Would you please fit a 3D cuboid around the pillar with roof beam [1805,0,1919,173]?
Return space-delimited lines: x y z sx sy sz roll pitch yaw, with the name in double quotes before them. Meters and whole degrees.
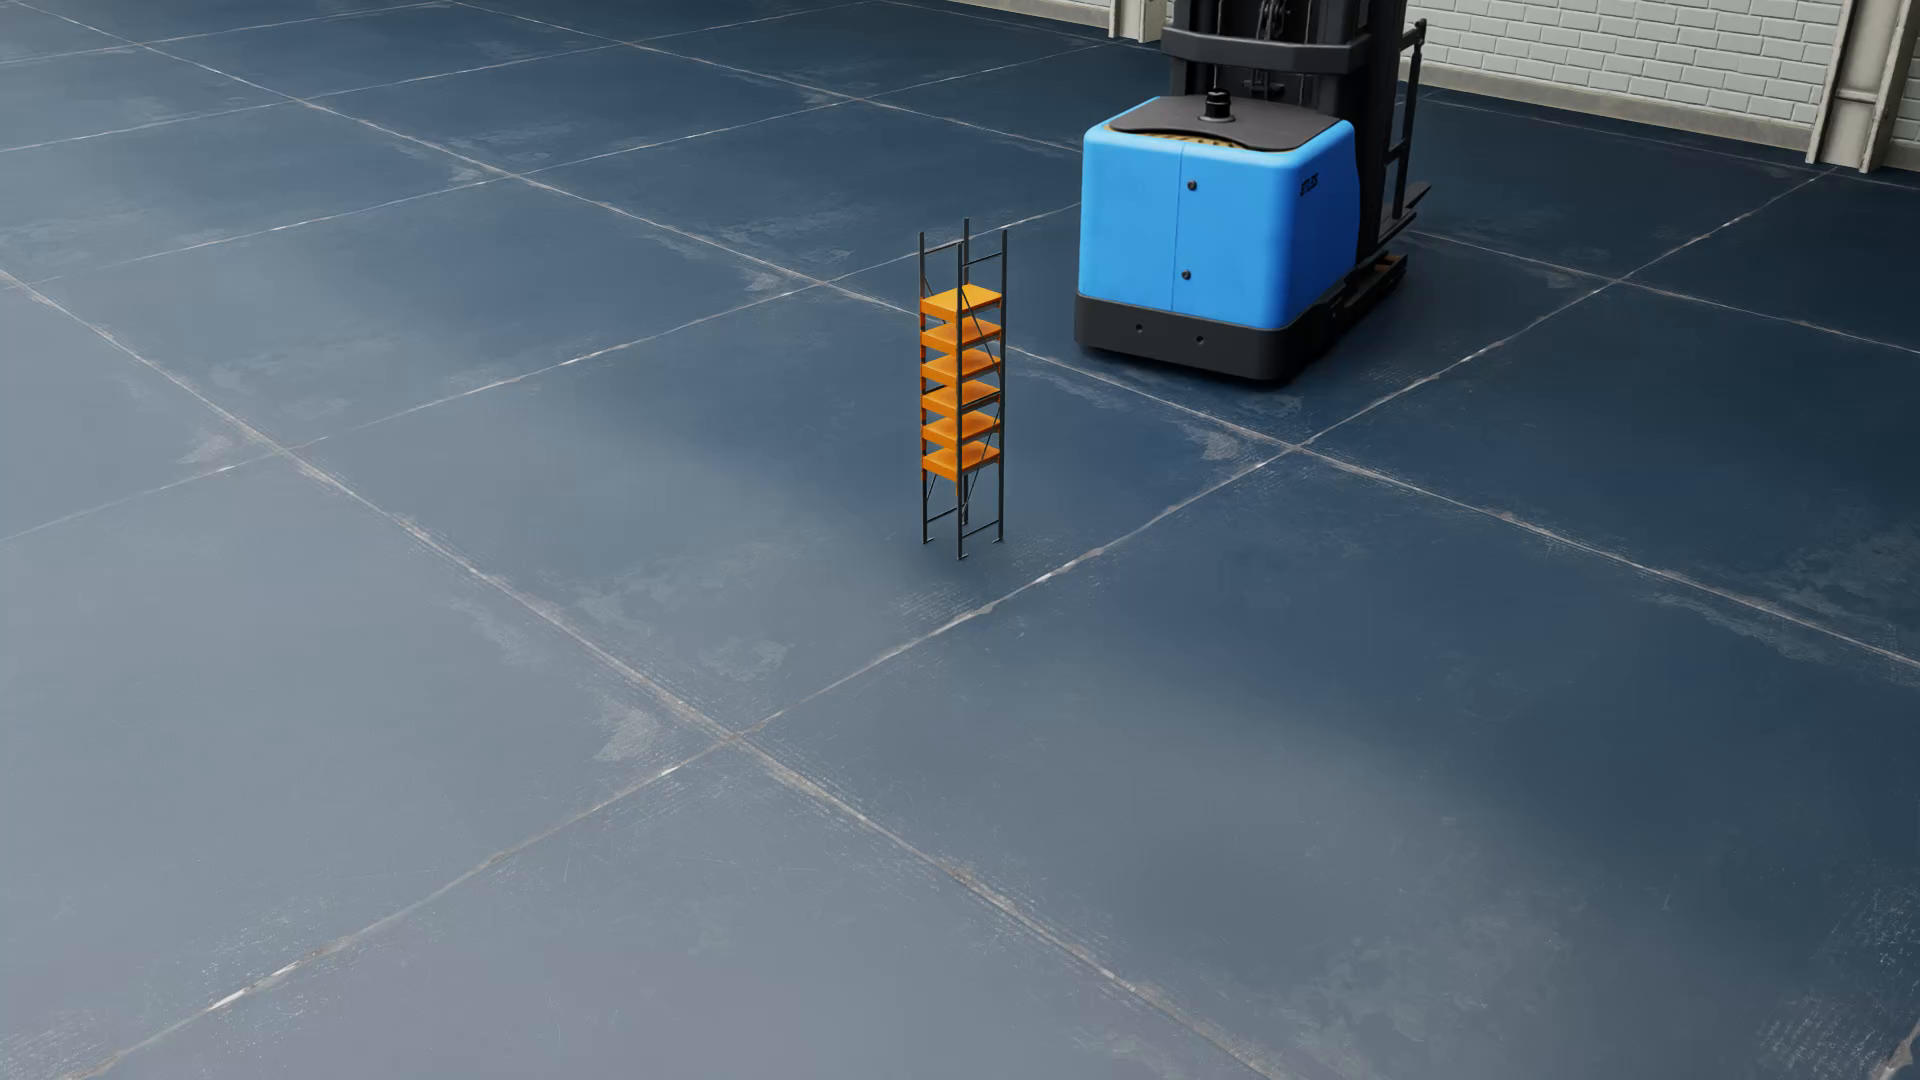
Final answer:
"pillar with roof beam" 2.822 -5.042 6.170 0.400 9.000 9.100 25 36 38

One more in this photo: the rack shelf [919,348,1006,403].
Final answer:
"rack shelf" 0.010 -0.593 5.927 0.180 0.103 0.258 25 36 38

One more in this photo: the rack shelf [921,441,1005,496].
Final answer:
"rack shelf" 0.010 -0.275 6.094 0.180 0.103 0.258 25 36 38

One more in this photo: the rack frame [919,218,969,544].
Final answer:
"rack frame" -0.055 -0.556 6.019 0.006 1.200 0.240 25 36 38

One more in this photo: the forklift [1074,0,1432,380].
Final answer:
"forklift" 1.714 -2.662 8.164 1.130 2.935 3.031 15 31 26

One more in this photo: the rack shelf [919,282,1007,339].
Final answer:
"rack shelf" 0.010 -0.806 5.815 0.180 0.103 0.258 25 36 38

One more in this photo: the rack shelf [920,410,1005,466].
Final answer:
"rack shelf" 0.010 -0.381 6.038 0.180 0.103 0.258 25 36 38

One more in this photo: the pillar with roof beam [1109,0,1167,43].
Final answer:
"pillar with roof beam" -1.456 -7.000 9.893 0.400 9.000 9.100 25 36 38

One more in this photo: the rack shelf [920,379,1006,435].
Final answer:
"rack shelf" 0.010 -0.487 5.982 0.180 0.103 0.258 25 36 38

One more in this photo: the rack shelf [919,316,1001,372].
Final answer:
"rack shelf" 0.010 -0.699 5.871 0.180 0.103 0.258 25 36 38

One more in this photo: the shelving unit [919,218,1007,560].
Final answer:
"shelving unit" 0.010 -0.526 5.962 0.189 1.200 0.258 25 36 38

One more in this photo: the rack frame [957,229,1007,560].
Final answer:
"rack frame" 0.076 -0.496 5.905 0.006 1.200 0.240 25 36 38
